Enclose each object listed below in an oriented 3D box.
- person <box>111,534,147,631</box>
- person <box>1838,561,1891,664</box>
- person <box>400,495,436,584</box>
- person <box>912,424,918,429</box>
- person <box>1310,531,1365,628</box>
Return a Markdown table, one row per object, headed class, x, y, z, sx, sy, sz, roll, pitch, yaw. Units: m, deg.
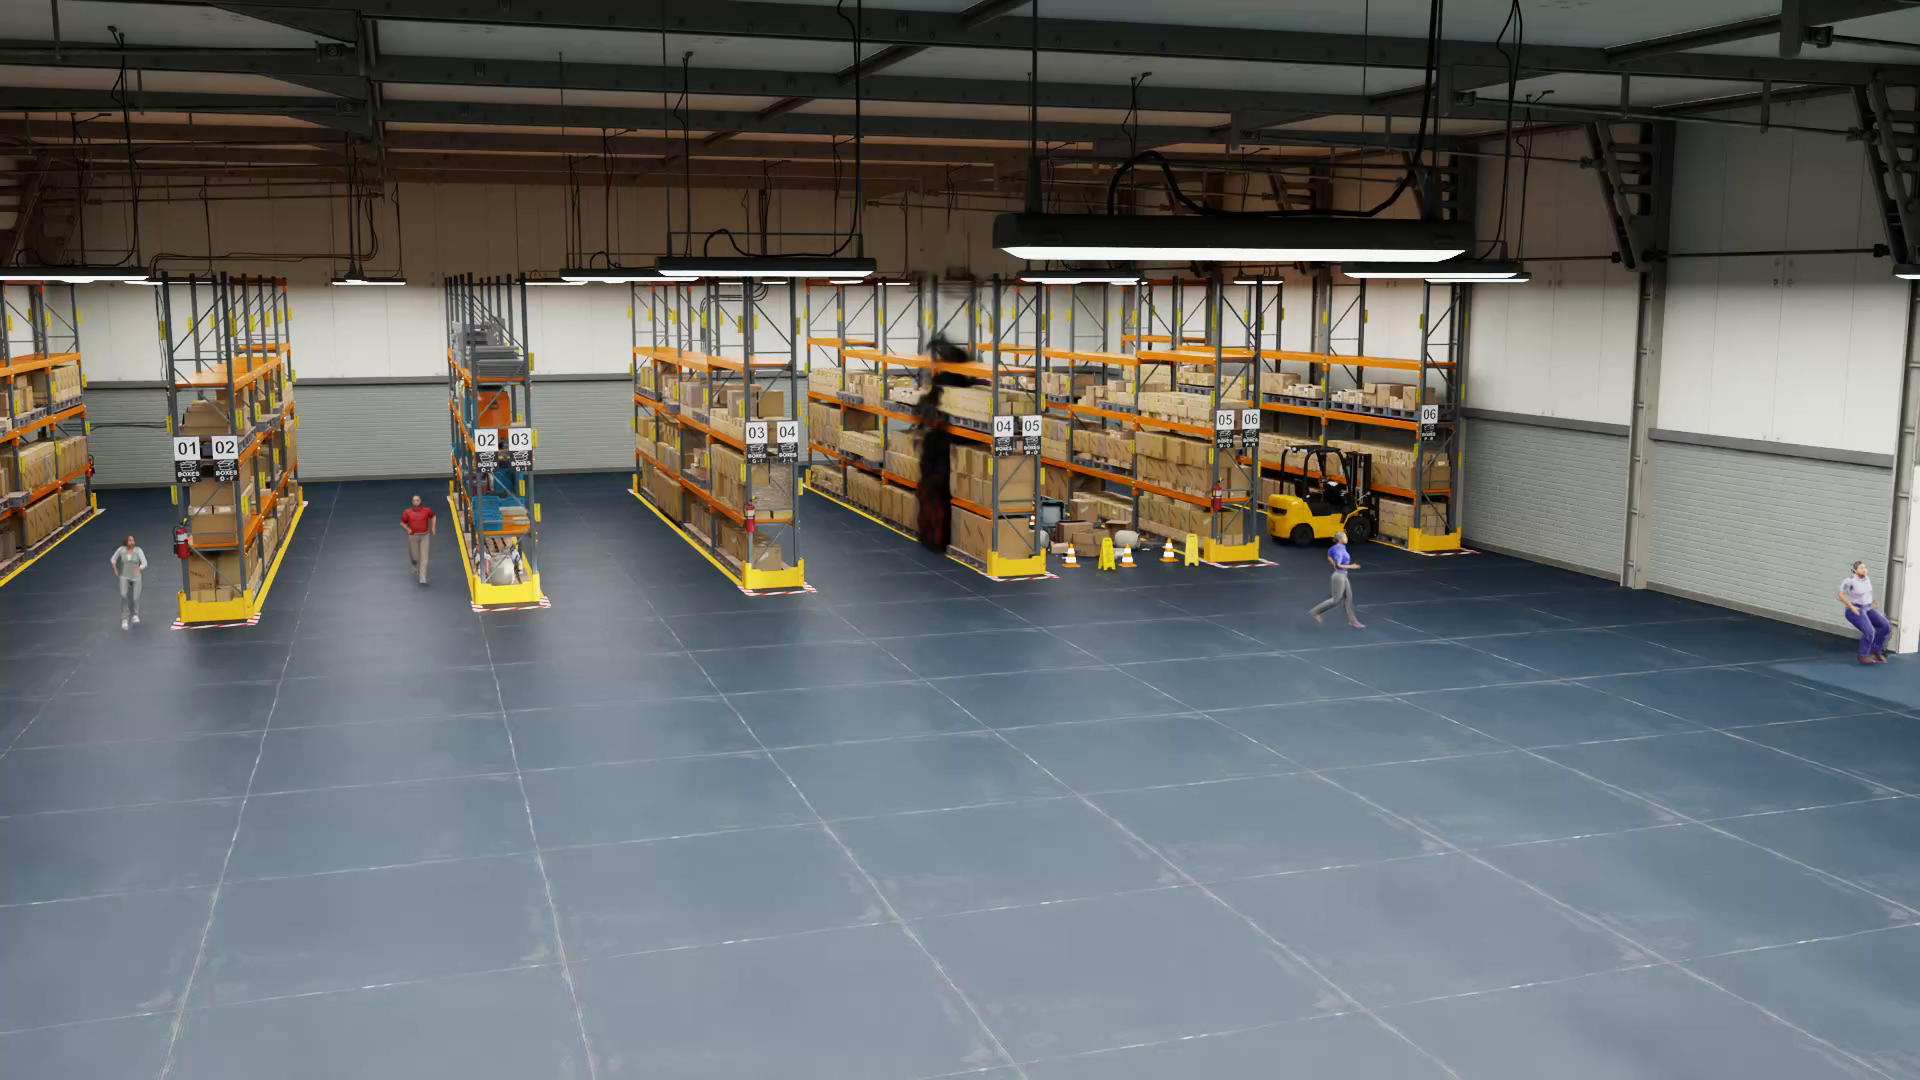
| class | x | y | z | sx | sy | sz | roll | pitch | yaw |
| --- | --- | --- | --- | --- | --- | --- | --- | --- | --- |
| person | -14.100 | 0.698 | 28.270 | 0.538 | 1.610 | 0.677 | -5 | 10 | -28 |
| person | 13.936 | 1.110 | 25.657 | 0.619 | 1.552 | 0.621 | -3 | 9 | -21 |
| person | -10.618 | -0.034 | 32.656 | 0.678 | 1.693 | 0.992 | -3 | 9 | -18 |
| person | -1.276 | -2.765 | 50.788 | 0.917 | 1.707 | 0.625 | -3 | 9 | -16 |
| person | 6.400 | 0.668 | 28.093 | 0.923 | 1.657 | 0.579 | 2 | 9 | 16 |
